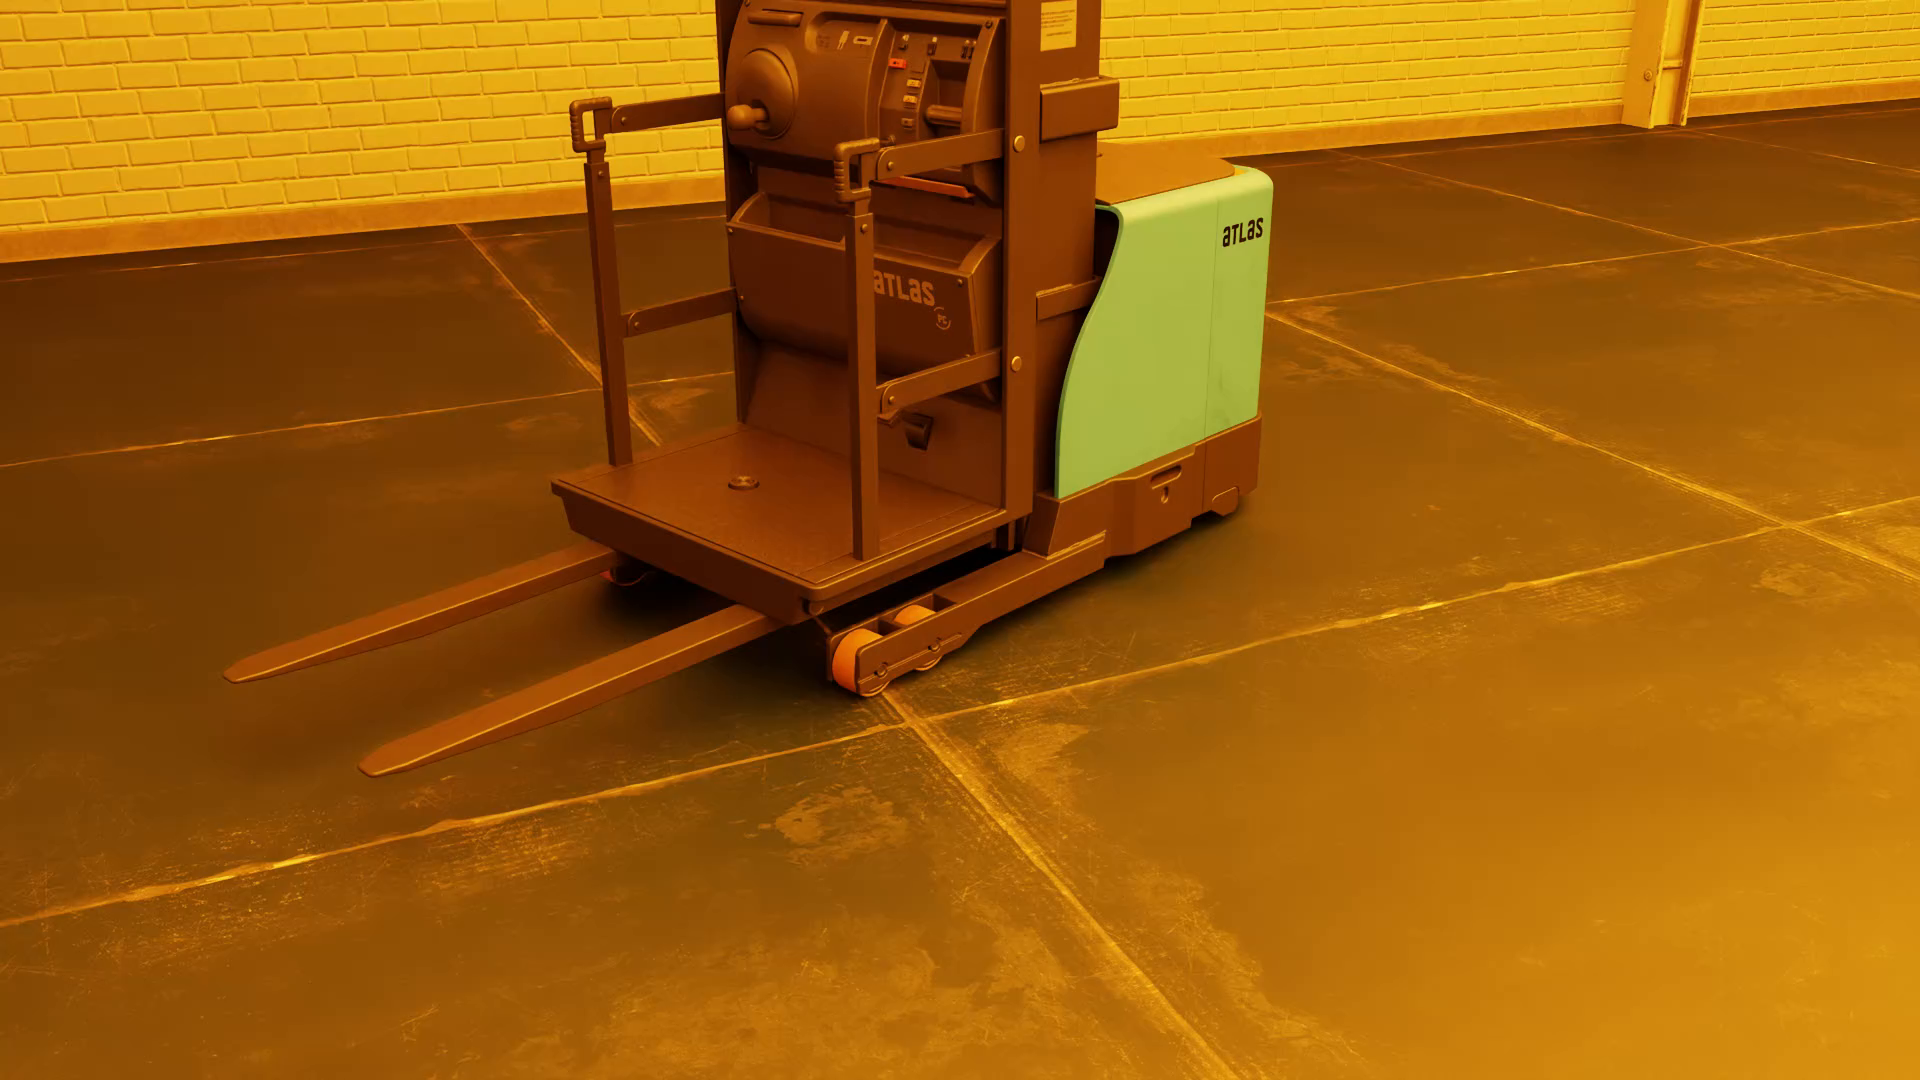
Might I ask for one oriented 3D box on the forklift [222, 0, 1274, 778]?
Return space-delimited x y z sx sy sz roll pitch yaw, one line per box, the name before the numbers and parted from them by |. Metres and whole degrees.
forklift | -0.413 -1.182 4.131 1.130 2.935 3.031 19 29 39
